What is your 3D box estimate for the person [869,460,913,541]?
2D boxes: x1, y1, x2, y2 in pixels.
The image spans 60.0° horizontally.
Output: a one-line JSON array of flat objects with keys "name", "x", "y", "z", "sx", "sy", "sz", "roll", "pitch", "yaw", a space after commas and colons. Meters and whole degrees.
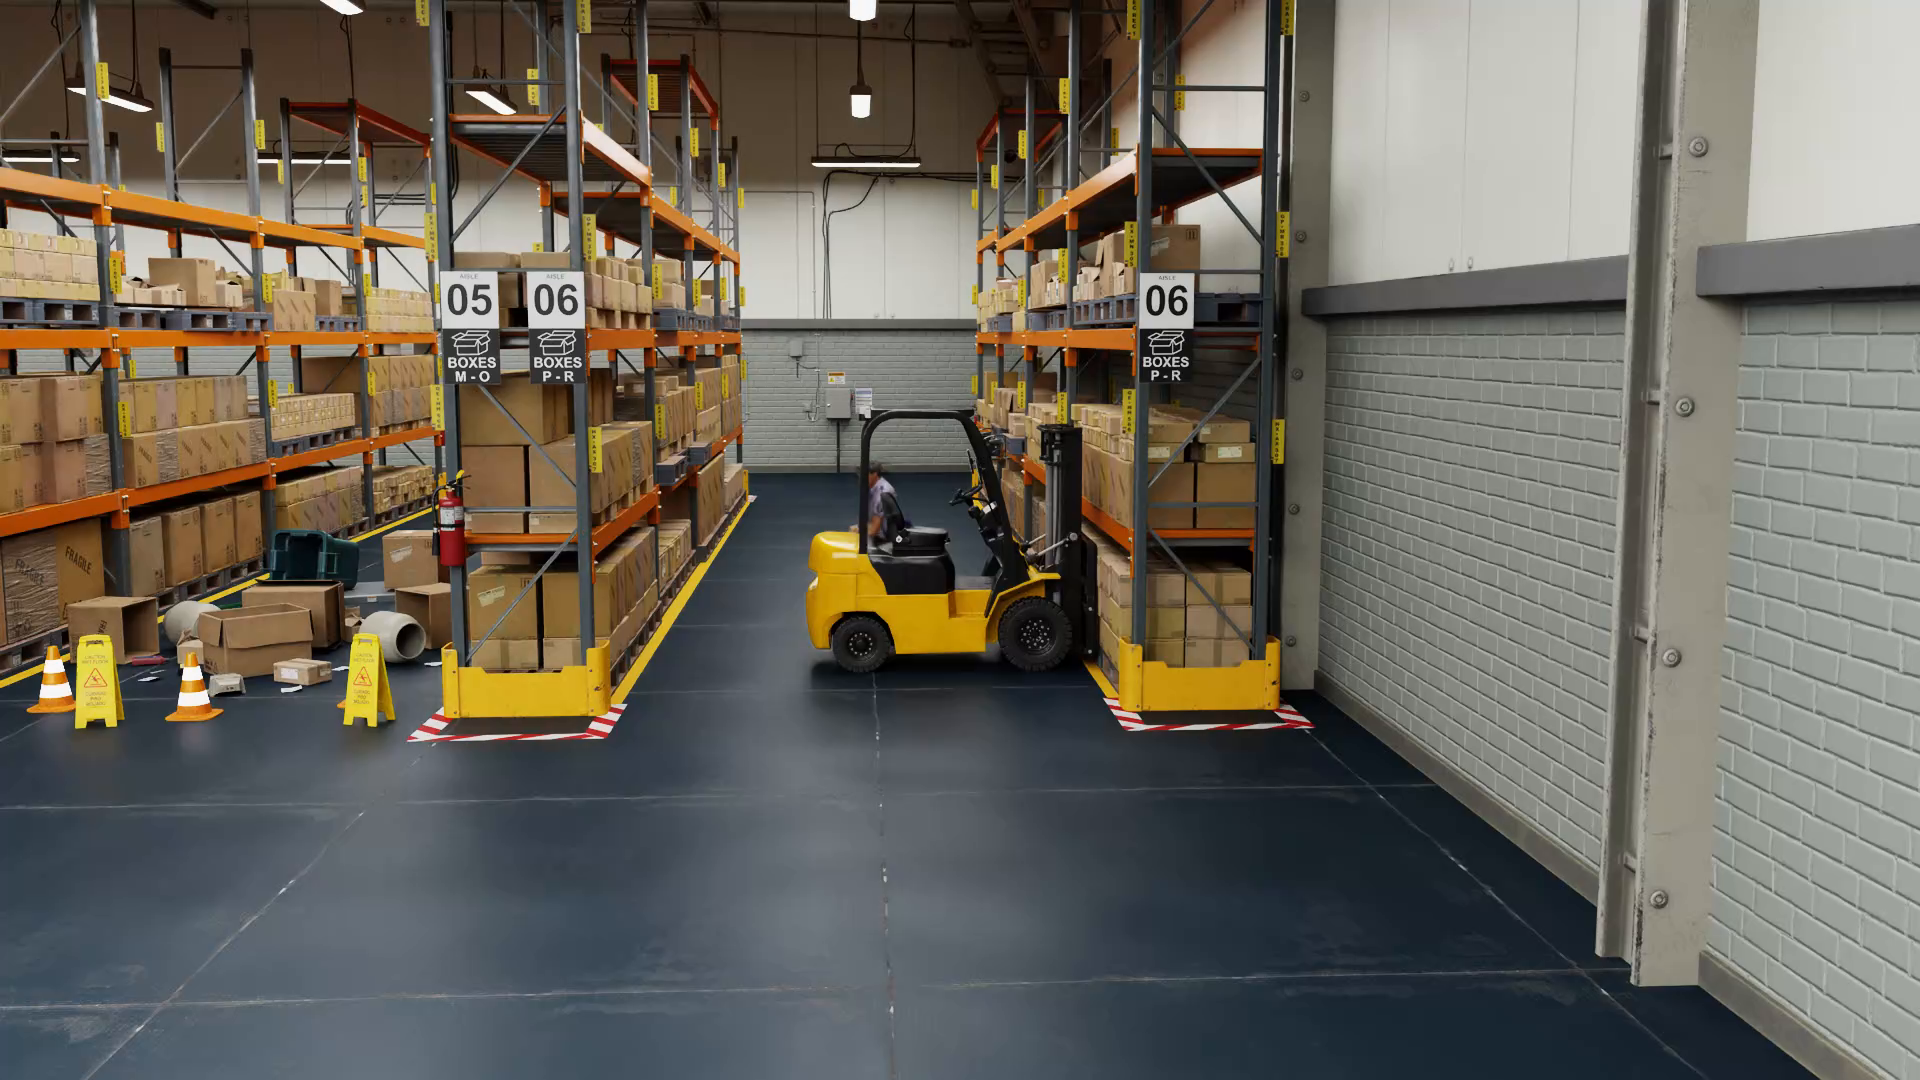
[{"name": "person", "x": -0.693, "y": 0.029, "z": 15.862, "sx": 0.583, "sy": 1.588, "sz": 0.441, "roll": -1, "pitch": 7, "yaw": -5}]
